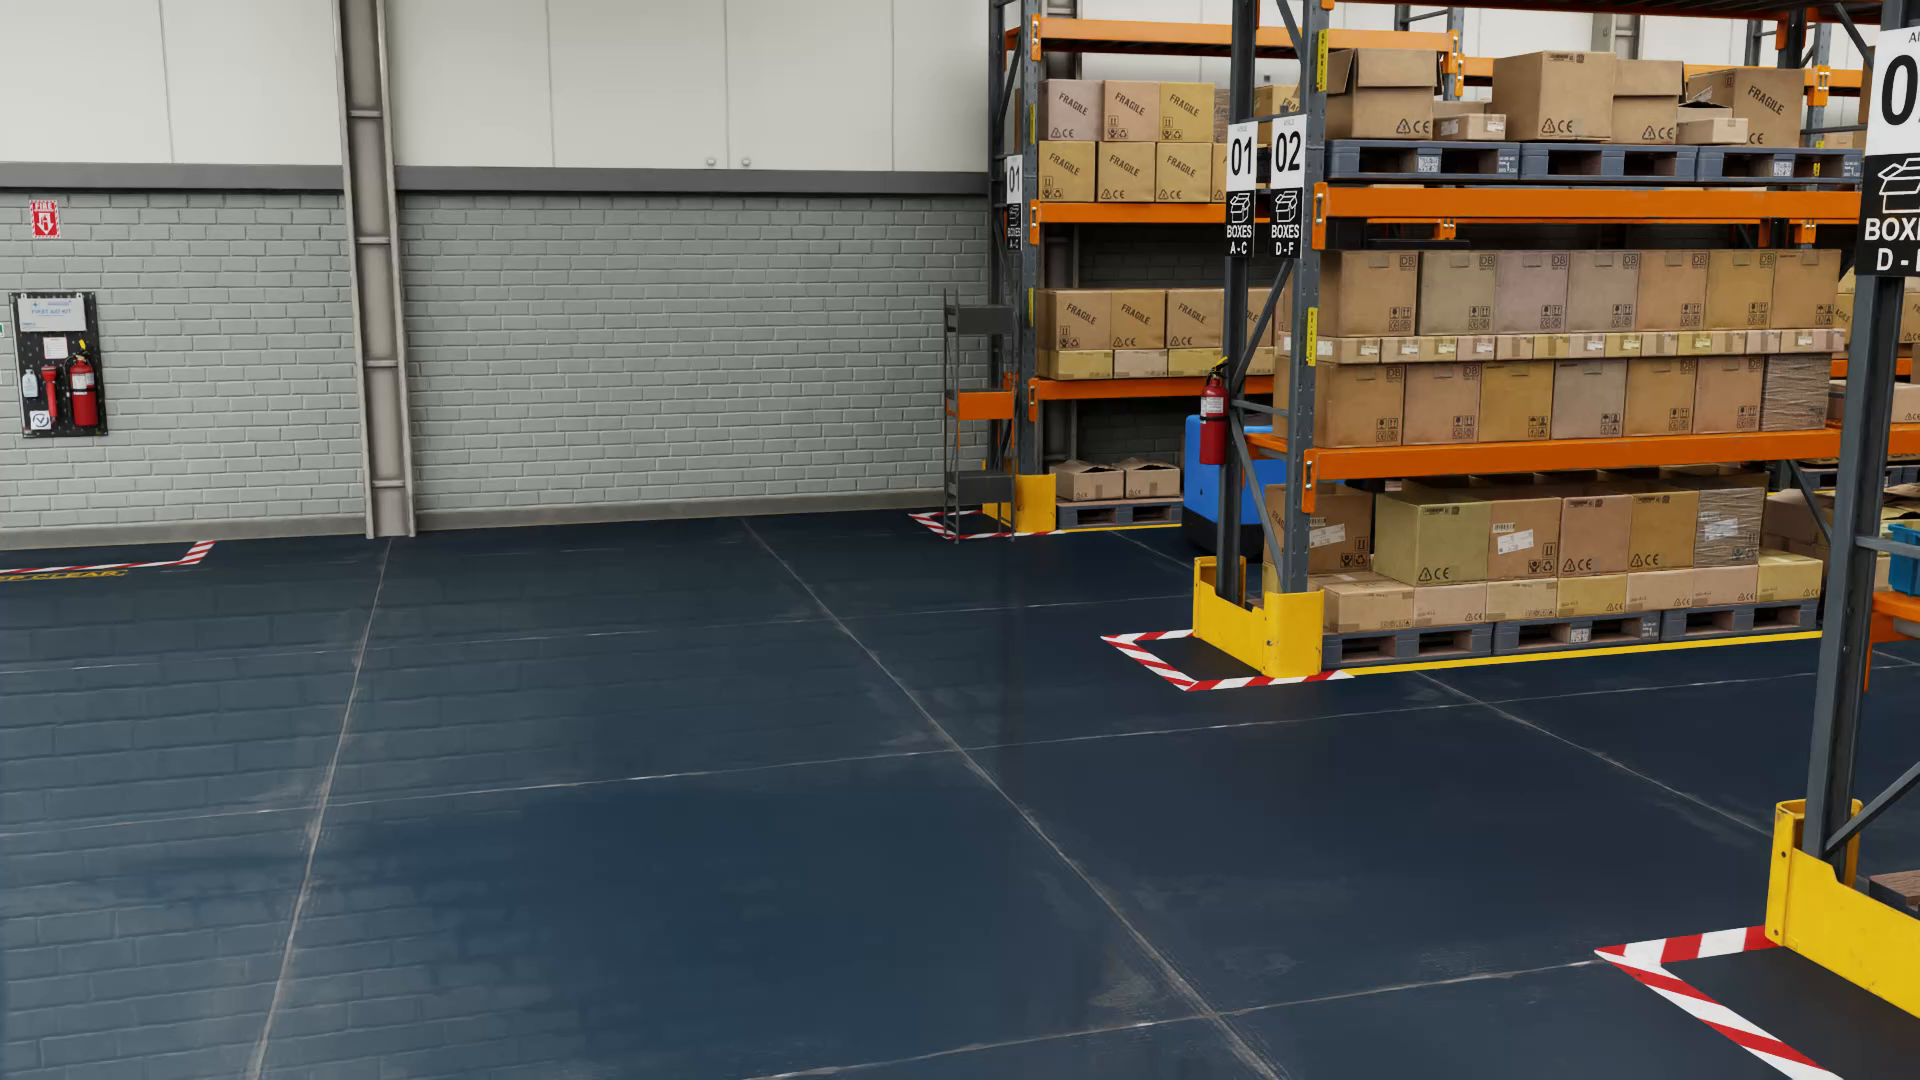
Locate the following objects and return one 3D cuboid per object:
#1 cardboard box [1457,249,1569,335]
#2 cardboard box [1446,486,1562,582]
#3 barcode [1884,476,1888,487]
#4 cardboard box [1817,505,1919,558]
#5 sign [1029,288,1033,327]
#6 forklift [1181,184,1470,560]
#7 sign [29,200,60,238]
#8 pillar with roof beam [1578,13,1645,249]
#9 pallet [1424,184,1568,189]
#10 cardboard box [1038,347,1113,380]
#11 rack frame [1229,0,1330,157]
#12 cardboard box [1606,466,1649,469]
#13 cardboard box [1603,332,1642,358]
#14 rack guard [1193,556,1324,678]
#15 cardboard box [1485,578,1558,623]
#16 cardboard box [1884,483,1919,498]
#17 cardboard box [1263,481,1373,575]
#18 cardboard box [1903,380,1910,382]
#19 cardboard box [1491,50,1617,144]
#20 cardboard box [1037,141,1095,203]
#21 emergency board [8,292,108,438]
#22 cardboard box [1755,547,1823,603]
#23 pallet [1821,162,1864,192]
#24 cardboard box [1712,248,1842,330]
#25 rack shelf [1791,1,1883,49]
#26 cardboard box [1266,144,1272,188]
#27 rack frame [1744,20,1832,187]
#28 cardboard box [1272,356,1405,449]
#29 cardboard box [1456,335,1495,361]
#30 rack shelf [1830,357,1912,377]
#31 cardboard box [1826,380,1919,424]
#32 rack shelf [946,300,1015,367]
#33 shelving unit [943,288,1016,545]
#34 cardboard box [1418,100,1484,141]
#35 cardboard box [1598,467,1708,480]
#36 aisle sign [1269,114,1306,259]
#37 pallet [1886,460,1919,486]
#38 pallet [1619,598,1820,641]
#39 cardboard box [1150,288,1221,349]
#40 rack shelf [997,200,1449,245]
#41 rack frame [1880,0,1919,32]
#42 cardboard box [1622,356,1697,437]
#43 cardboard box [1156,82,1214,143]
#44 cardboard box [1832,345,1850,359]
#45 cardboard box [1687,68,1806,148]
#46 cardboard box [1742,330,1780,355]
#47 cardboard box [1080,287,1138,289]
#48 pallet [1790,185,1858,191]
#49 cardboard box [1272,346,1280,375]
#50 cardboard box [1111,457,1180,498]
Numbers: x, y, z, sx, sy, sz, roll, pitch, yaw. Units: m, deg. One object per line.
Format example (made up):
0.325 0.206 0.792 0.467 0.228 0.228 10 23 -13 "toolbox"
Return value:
3.325 -1.543 10.286 0.500 0.500 0.700 -3 11 -16 "cardboard box"
3.369 -0.044 10.362 0.500 0.500 0.500 -3 11 -16 "cardboard box"
6.038 -0.381 10.869 0.075 0.075 0.001 -3 11 -16 "barcode"
6.143 -0.089 11.131 0.500 0.311 0.500 -3 11 -16 "cardboard box"
0.599 -1.971 14.078 0.005 0.325 0.100 -3 11 -16 "sign"
3.417 -1.387 13.485 3.031 2.935 1.130 -2 11 -9 "forklift"
-7.302 -2.561 13.268 0.199 0.298 0.001 -3 11 -16 "sign"
7.842 -4.331 12.719 0.400 9.000 9.100 -3 11 -16 "pillar with roof beam"
4.911 -3.238 15.583 1.003 0.211 1.213 -3 11 -16 "pallet"
1.005 -1.545 14.515 0.500 0.250 0.500 -3 11 -18 "cardboard box"
1.836 -3.729 9.449 0.127 3.000 1.000 -3 11 -16 "rack frame"
6.456 -0.950 16.612 0.500 0.500 0.700 -3 11 -16 "cardboard box"
4.001 -1.221 10.324 0.250 0.149 0.380 -3 11 -14 "cardboard box"
1.813 0.452 10.212 0.348 0.500 1.175 -3 11 -16 "rack guard"
3.372 0.327 10.419 0.500 0.250 0.500 -3 11 -16 "cardboard box"
6.962 -0.234 11.918 0.500 0.311 0.500 -3 11 -16 "cardboard box"
2.267 -0.081 10.564 0.500 0.500 0.500 -3 11 -16 "cardboard box"
10.529 -1.295 17.576 0.750 0.750 0.750 -3 11 -14 "cardboard box"
3.507 -2.615 9.859 0.500 0.500 0.500 -3 11 -16 "cardboard box"
0.838 -3.147 14.242 0.500 0.500 0.500 -3 11 -14 "cardboard box"
-7.266 -1.404 13.386 0.643 1.169 0.194 -3 11 -16 "emergency board"
5.292 0.226 10.969 0.500 0.250 0.500 -3 11 -16 "cardboard box"
6.519 -2.409 11.092 1.217 0.209 0.805 -3 11 -18 "pallet"
5.252 -1.645 10.838 0.500 0.500 0.700 -3 11 -16 "cardboard box"
7.596 -3.482 11.200 4.000 0.370 1.077 -3 11 -16 "rack shelf"
2.862 -3.250 14.799 0.500 0.500 0.500 -3 11 -18 "cardboard box"
8.129 -4.995 16.325 0.127 3.000 1.000 -3 11 -16 "rack frame"
2.287 -0.849 10.100 0.500 0.500 0.700 -3 11 -16 "cardboard box"
3.008 -1.168 10.039 0.250 0.149 0.380 -3 11 -17 "cardboard box"
10.049 -1.792 17.483 4.000 0.370 1.077 -3 11 -16 "rack shelf"
6.137 -0.940 11.282 0.500 0.250 0.500 -2 11 -12 "cardboard box"
0.159 -1.716 13.777 0.480 0.518 0.431 -3 11 -16 "rack shelf"
0.159 -1.041 13.902 0.503 2.100 0.431 -3 11 -16 "shelving unit"
2.868 -2.560 10.249 0.500 0.250 0.500 -3 11 -16 "cardboard box"
4.666 -0.209 11.258 0.500 0.500 0.500 -3 11 -16 "cardboard box"
1.858 -2.001 9.450 0.004 0.787 0.394 -3 11 -16 "aisle sign"
10.076 -0.761 17.598 1.213 0.211 1.003 -3 11 -16 "pallet"
4.901 0.423 11.165 1.213 0.211 1.003 -3 11 -16 "pallet"
1.965 -1.965 14.723 0.500 0.500 0.500 -3 11 -18 "cardboard box"
2.368 -2.862 15.012 4.000 0.370 1.077 -3 11 -16 "rack shelf"
3.216 -2.868 4.771 0.127 3.000 1.000 -3 11 -16 "rack frame"
4.264 -0.954 10.670 0.500 0.500 0.700 -3 11 -15 "cardboard box"
1.870 -3.688 14.414 0.500 0.500 0.500 -3 11 -14 "cardboard box"
8.754 -1.919 16.822 0.250 0.149 0.380 -3 11 -15 "cardboard box"
5.119 -2.801 10.871 0.500 0.500 0.500 -2 11 -11 "cardboard box"
4.986 -1.273 10.607 0.250 0.149 0.380 -3 11 -18 "cardboard box"
1.327 -2.029 15.072 0.500 0.500 0.500 -3 11 -15 "cardboard box"
8.732 -3.469 16.841 1.003 0.211 1.213 -2 11 -13 "pallet"
2.959 -1.650 15.082 0.500 0.250 0.500 -3 11 -16 "cardboard box"
1.684 -0.582 15.135 0.500 0.311 0.500 -2 11 -11 "cardboard box"
